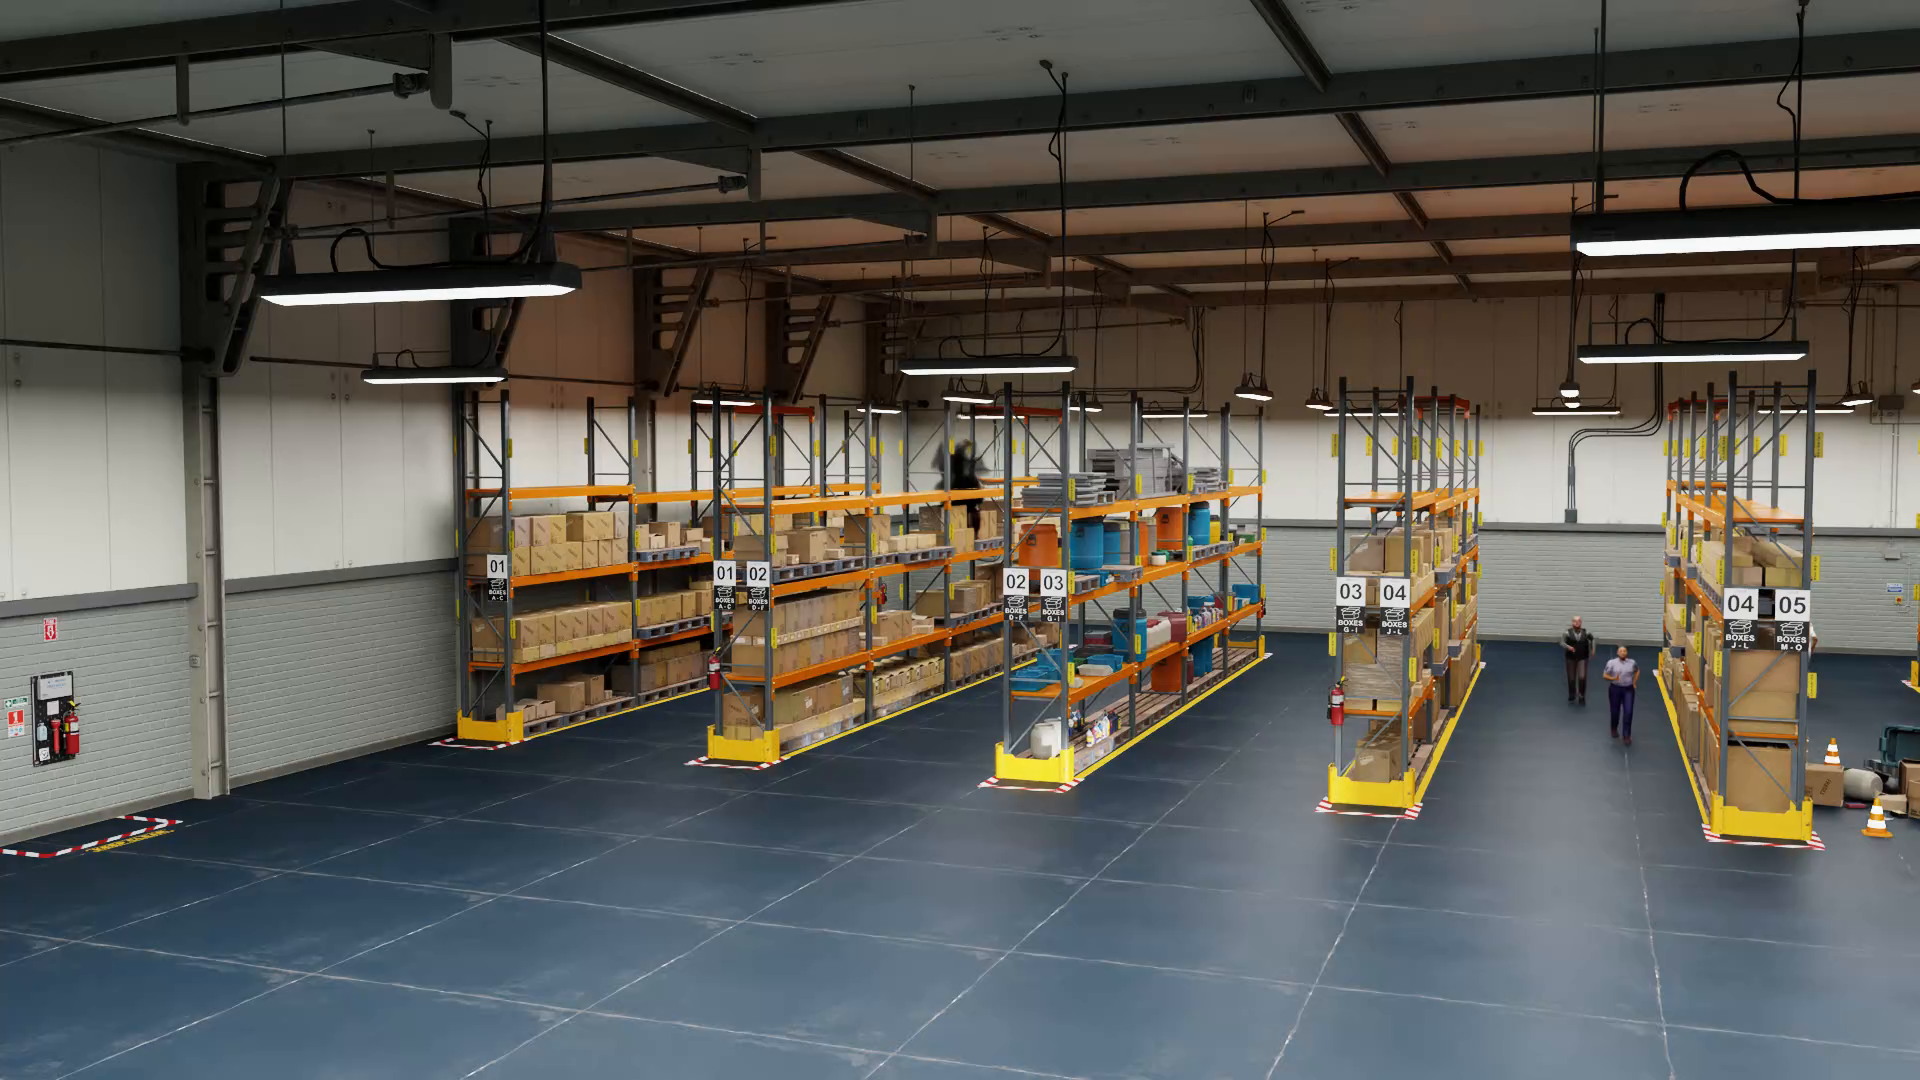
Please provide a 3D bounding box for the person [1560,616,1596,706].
[{"bbox_3d":[12.050,2.377,32.453,0.669,1.783,0.733,1,3,19],"label":"person"}]

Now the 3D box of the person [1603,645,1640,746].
[{"bbox_3d":[11.232,2.605,28.233,0.606,1.635,0.873,1,3,15],"label":"person"}]

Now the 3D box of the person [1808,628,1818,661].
[{"bbox_3d":[17.013,2.311,33.710,0.610,1.644,0.855,1,3,13],"label":"person"}]
